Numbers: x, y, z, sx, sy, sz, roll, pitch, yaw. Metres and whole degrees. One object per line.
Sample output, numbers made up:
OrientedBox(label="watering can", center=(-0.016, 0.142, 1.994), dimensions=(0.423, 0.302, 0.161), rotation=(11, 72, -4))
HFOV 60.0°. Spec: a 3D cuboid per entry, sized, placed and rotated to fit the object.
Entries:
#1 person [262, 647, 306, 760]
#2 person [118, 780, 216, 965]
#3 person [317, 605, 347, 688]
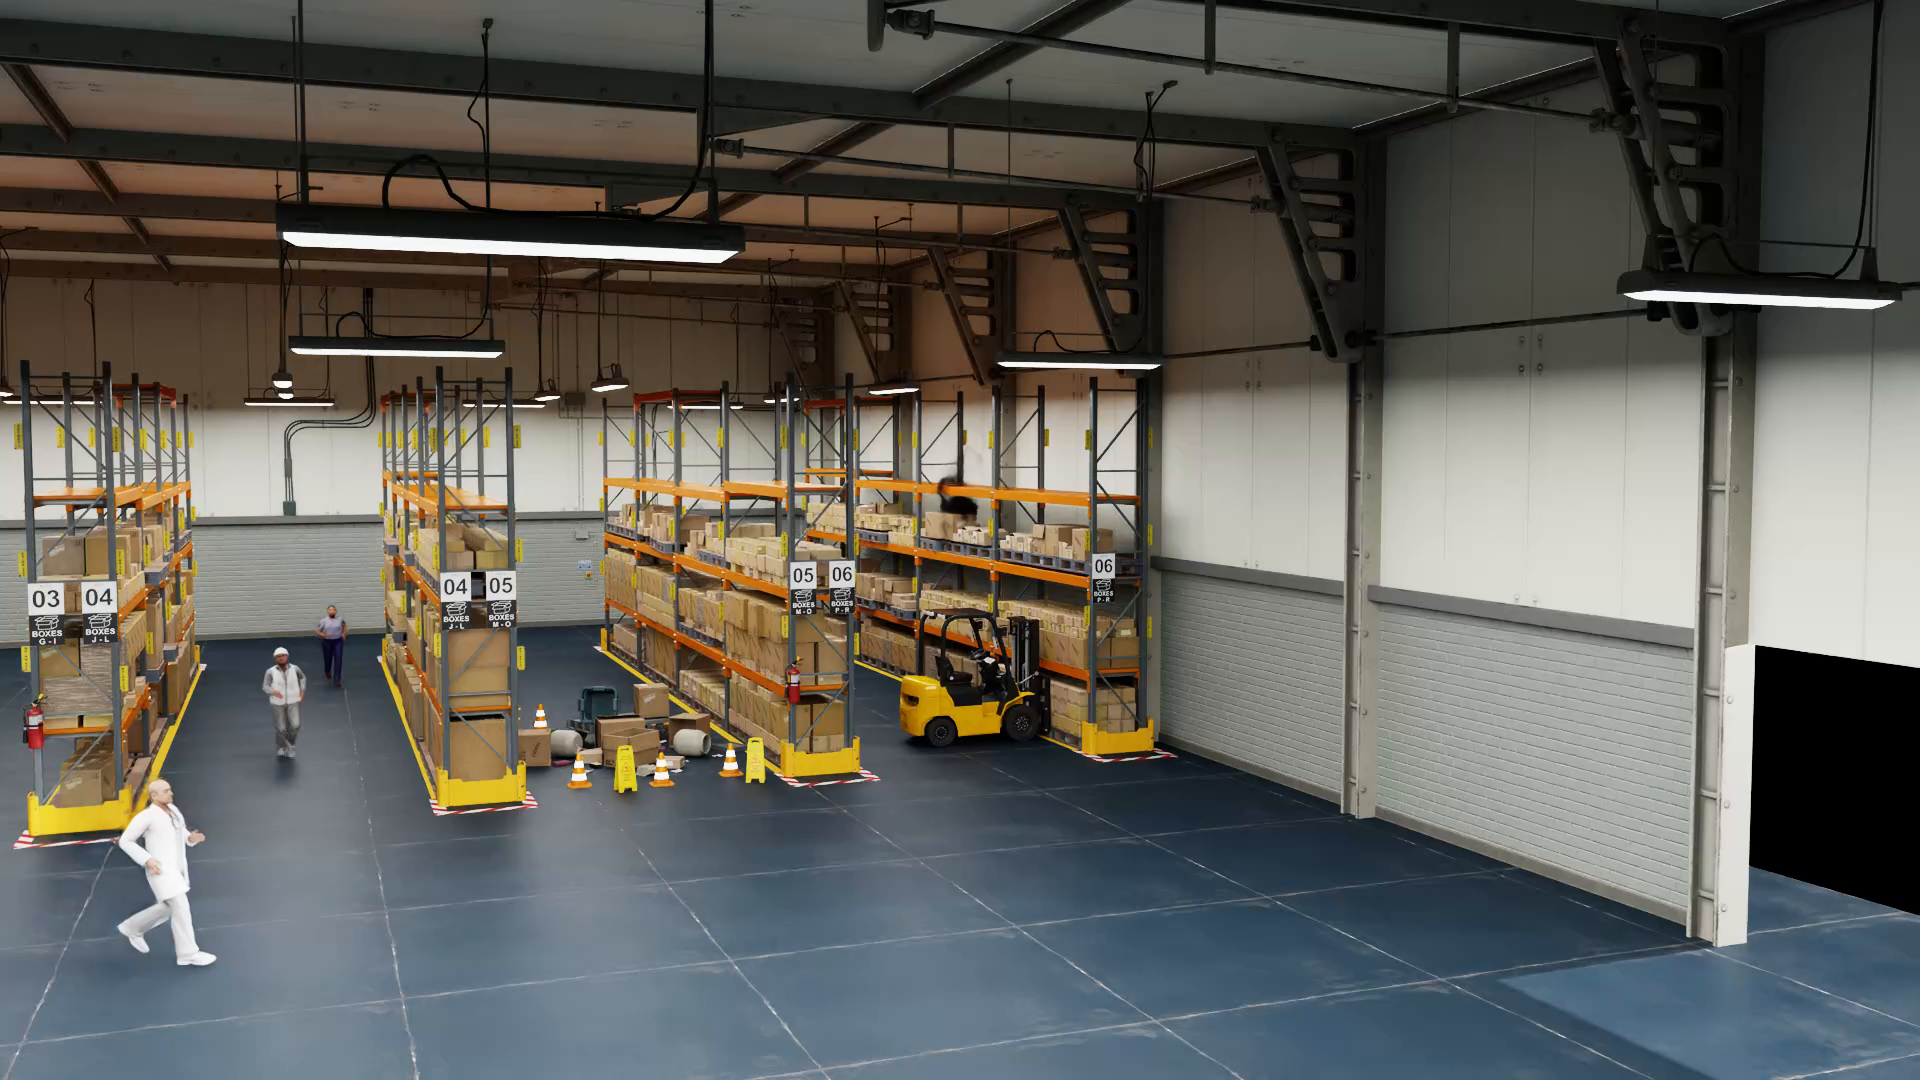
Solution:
OrientedBox(label="person", center=(-10.580, 2.564, 26.077), dimensions=(0.664, 1.767, 0.670), rotation=(-2, 4, -27))
OrientedBox(label="person", center=(-7.575, 3.228, 15.830), dimensions=(1.007, 1.609, 0.715), rotation=(0, 3, 4))
OrientedBox(label="person", center=(-12.793, 2.142, 33.914), dimensions=(0.608, 1.628, 0.896), rotation=(-2, 4, -27))
